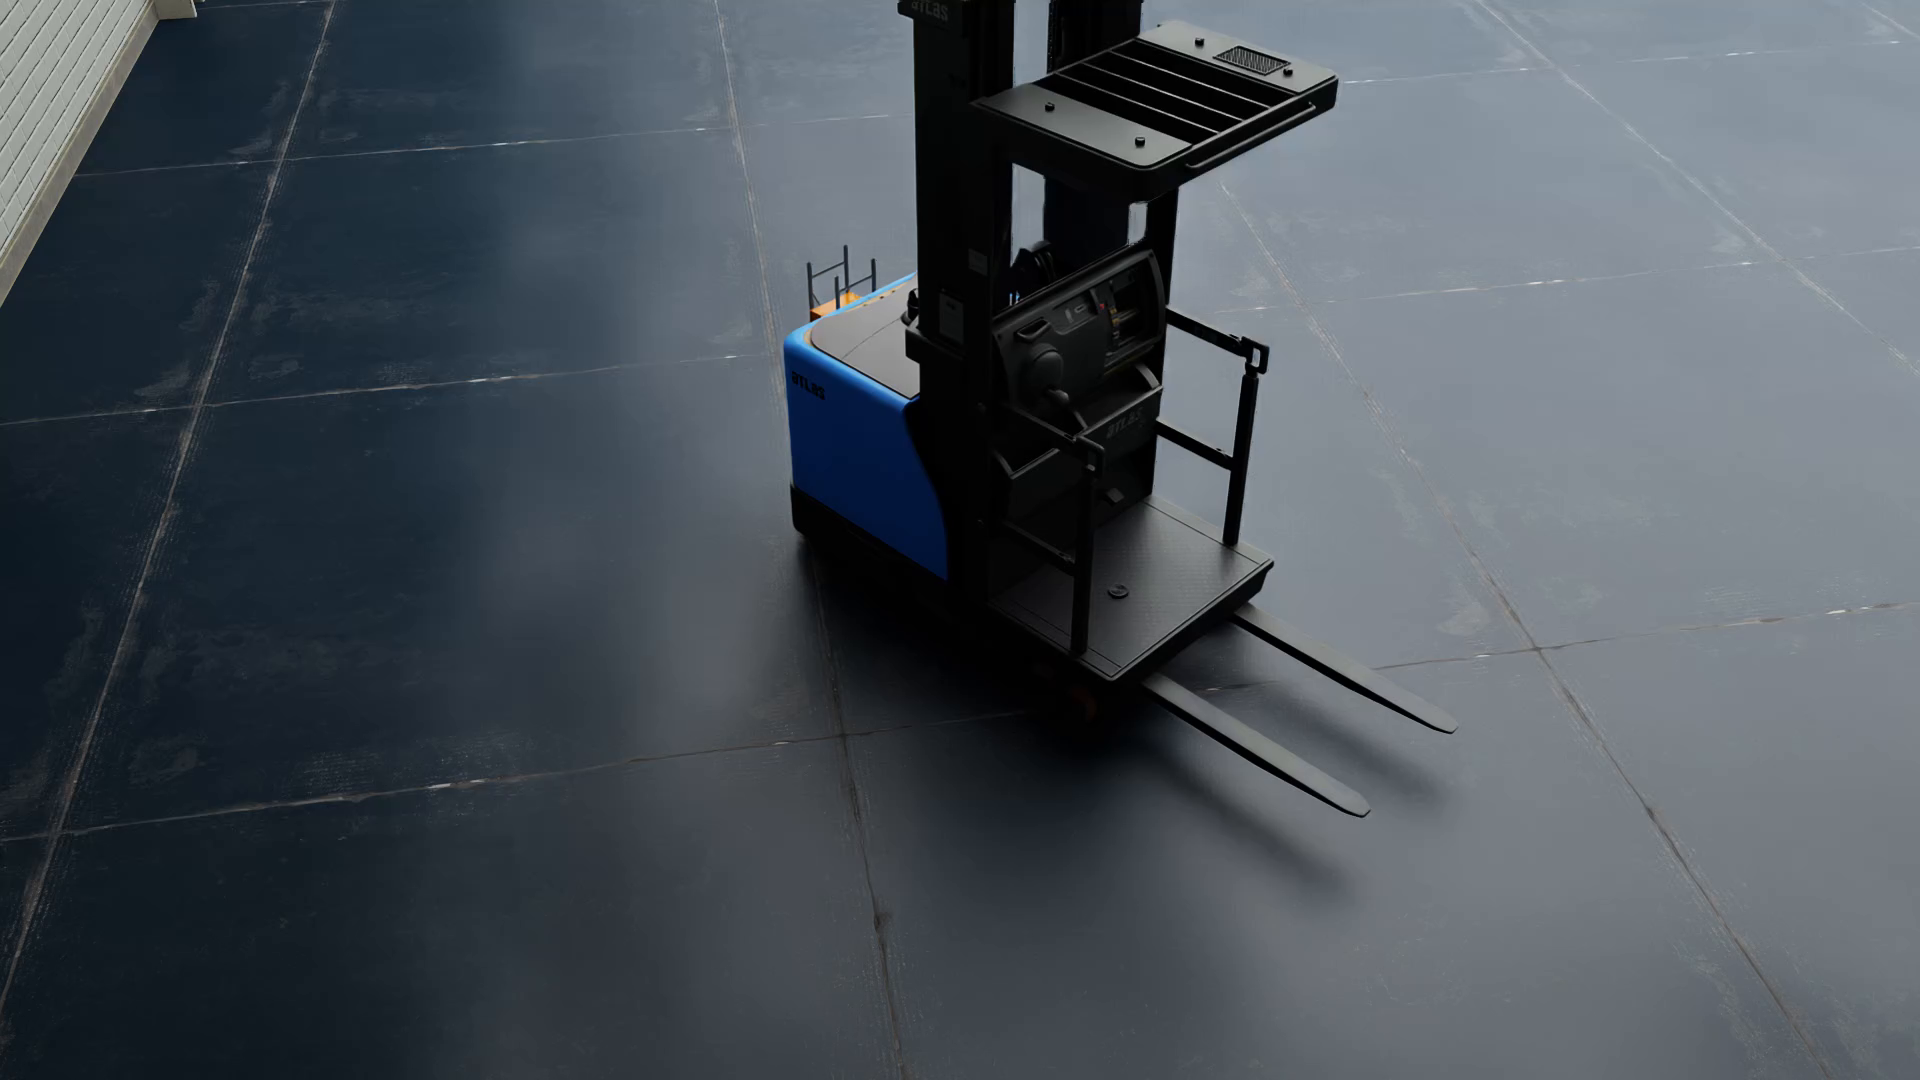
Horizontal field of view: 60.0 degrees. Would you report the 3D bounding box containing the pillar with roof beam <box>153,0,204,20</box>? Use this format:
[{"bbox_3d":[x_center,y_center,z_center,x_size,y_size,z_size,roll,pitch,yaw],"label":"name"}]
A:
[{"bbox_3d":[-1.931,-8.212,10.985,9.100,9.000,0.400,-6,38,-8],"label":"pillar with roof beam"}]

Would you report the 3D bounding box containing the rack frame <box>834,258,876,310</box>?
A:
[{"bbox_3d":[-0.464,-0.730,7.712,0.006,1.200,0.240,31,47,34],"label":"rack frame"}]

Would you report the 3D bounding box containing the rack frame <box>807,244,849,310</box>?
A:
[{"bbox_3d":[-0.595,-0.809,7.813,0.006,1.200,0.240,31,47,34],"label":"rack frame"}]

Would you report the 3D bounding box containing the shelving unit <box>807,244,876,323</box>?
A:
[{"bbox_3d":[-0.529,-0.769,7.762,0.189,1.200,0.258,31,47,34],"label":"shelving unit"}]

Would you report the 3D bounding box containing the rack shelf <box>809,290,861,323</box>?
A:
[{"bbox_3d":[-0.529,-1.019,7.569,0.180,0.103,0.258,31,47,34],"label":"rack shelf"}]

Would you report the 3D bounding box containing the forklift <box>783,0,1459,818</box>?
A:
[{"bbox_3d":[0.627,-0.763,6.344,3.031,2.935,1.130,31,47,34],"label":"forklift"}]
